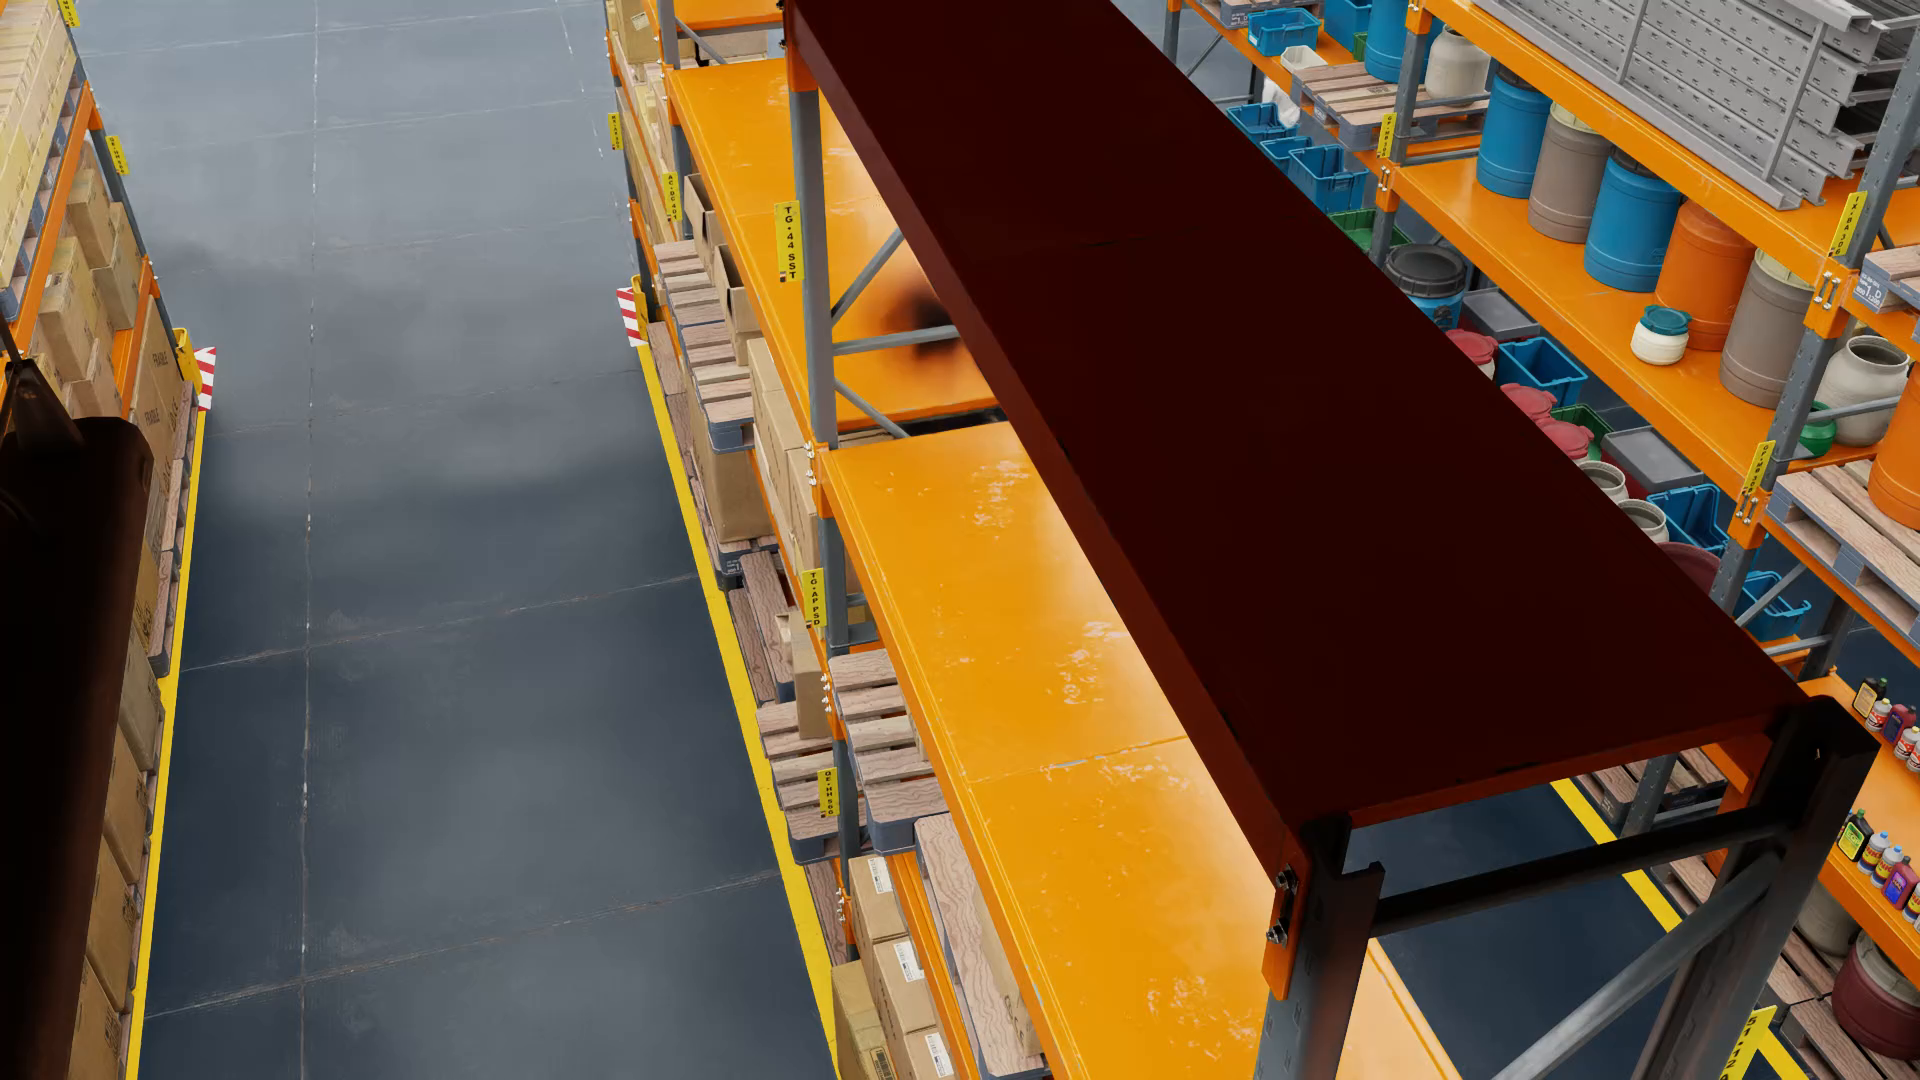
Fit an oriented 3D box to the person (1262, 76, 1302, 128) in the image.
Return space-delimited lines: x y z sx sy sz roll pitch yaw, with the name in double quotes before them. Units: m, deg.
"person" 3.176 -4.236 16.784 0.612 1.720 0.726 28 46 30
